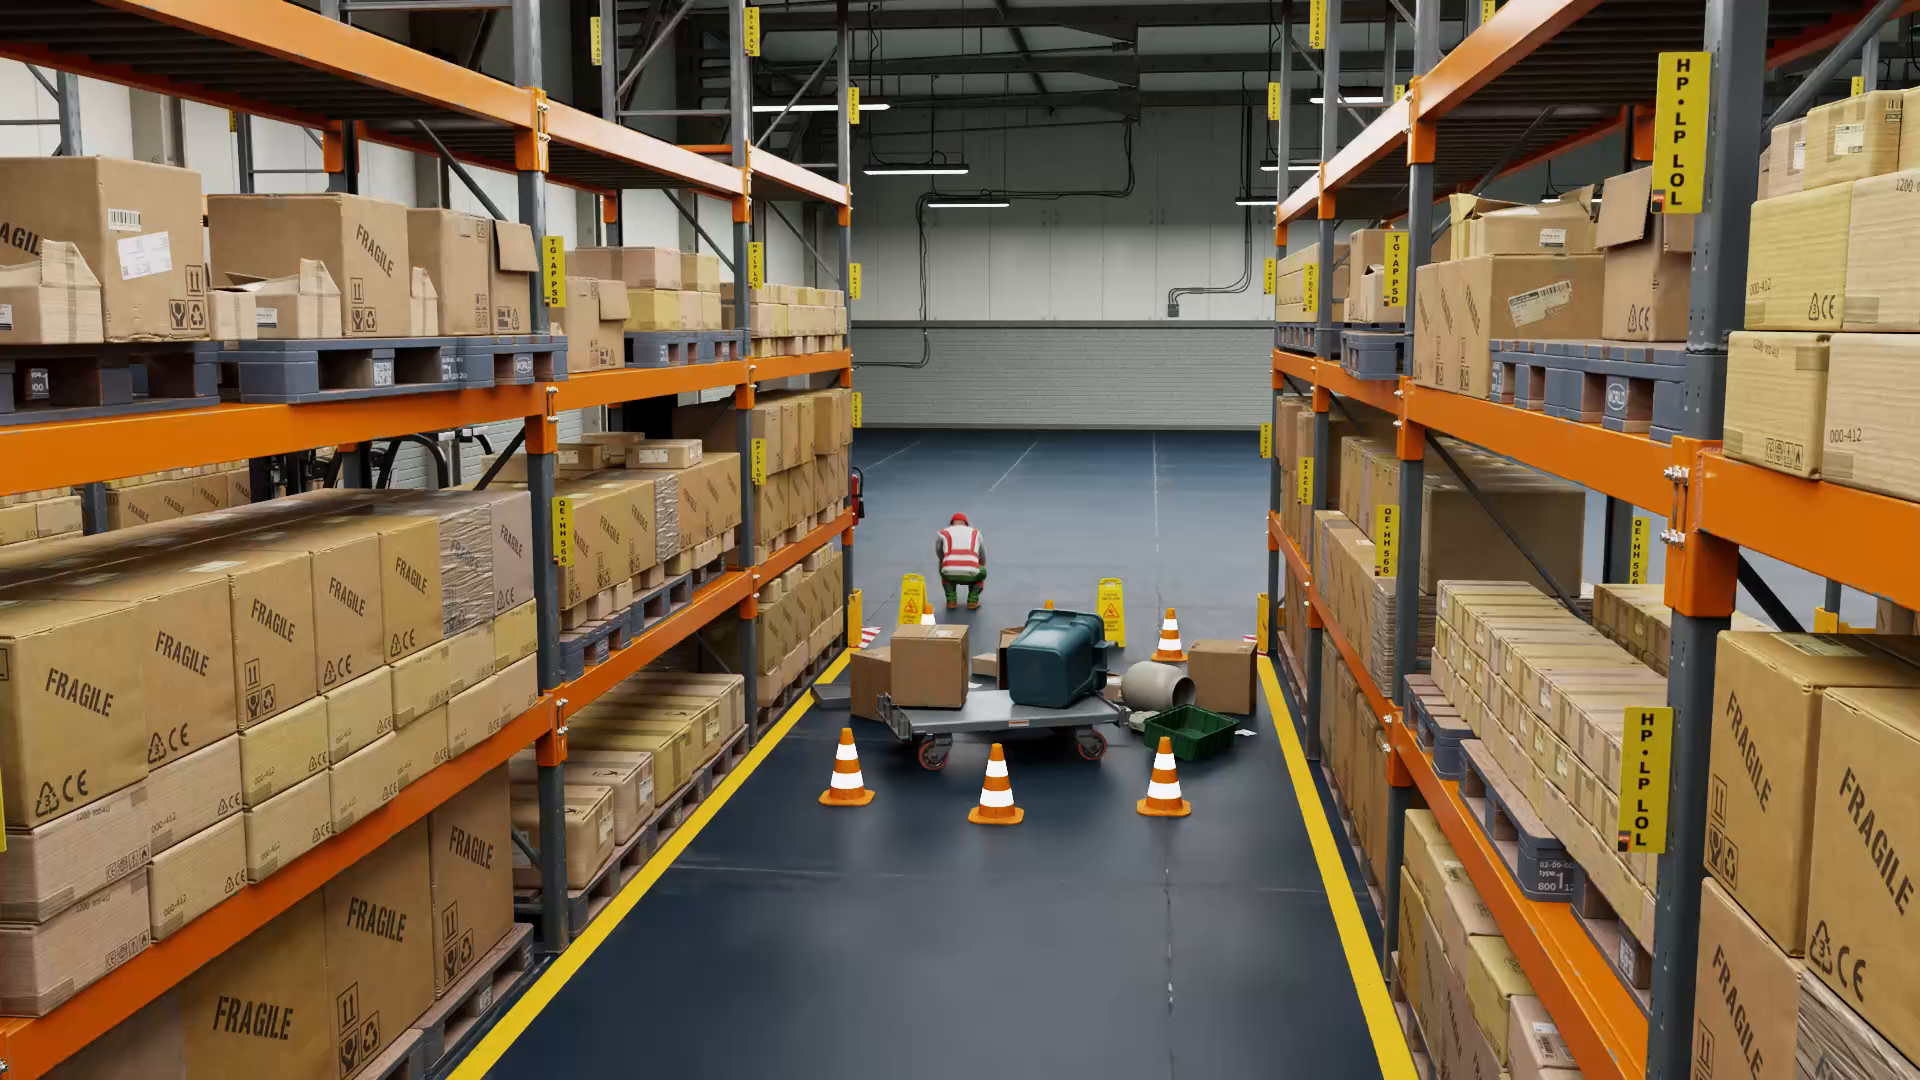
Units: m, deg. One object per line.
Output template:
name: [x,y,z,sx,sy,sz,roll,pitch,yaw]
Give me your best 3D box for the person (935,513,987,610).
person: [0.006,0.227,18.056,0.572,0.992,0.874,1,8,6]
